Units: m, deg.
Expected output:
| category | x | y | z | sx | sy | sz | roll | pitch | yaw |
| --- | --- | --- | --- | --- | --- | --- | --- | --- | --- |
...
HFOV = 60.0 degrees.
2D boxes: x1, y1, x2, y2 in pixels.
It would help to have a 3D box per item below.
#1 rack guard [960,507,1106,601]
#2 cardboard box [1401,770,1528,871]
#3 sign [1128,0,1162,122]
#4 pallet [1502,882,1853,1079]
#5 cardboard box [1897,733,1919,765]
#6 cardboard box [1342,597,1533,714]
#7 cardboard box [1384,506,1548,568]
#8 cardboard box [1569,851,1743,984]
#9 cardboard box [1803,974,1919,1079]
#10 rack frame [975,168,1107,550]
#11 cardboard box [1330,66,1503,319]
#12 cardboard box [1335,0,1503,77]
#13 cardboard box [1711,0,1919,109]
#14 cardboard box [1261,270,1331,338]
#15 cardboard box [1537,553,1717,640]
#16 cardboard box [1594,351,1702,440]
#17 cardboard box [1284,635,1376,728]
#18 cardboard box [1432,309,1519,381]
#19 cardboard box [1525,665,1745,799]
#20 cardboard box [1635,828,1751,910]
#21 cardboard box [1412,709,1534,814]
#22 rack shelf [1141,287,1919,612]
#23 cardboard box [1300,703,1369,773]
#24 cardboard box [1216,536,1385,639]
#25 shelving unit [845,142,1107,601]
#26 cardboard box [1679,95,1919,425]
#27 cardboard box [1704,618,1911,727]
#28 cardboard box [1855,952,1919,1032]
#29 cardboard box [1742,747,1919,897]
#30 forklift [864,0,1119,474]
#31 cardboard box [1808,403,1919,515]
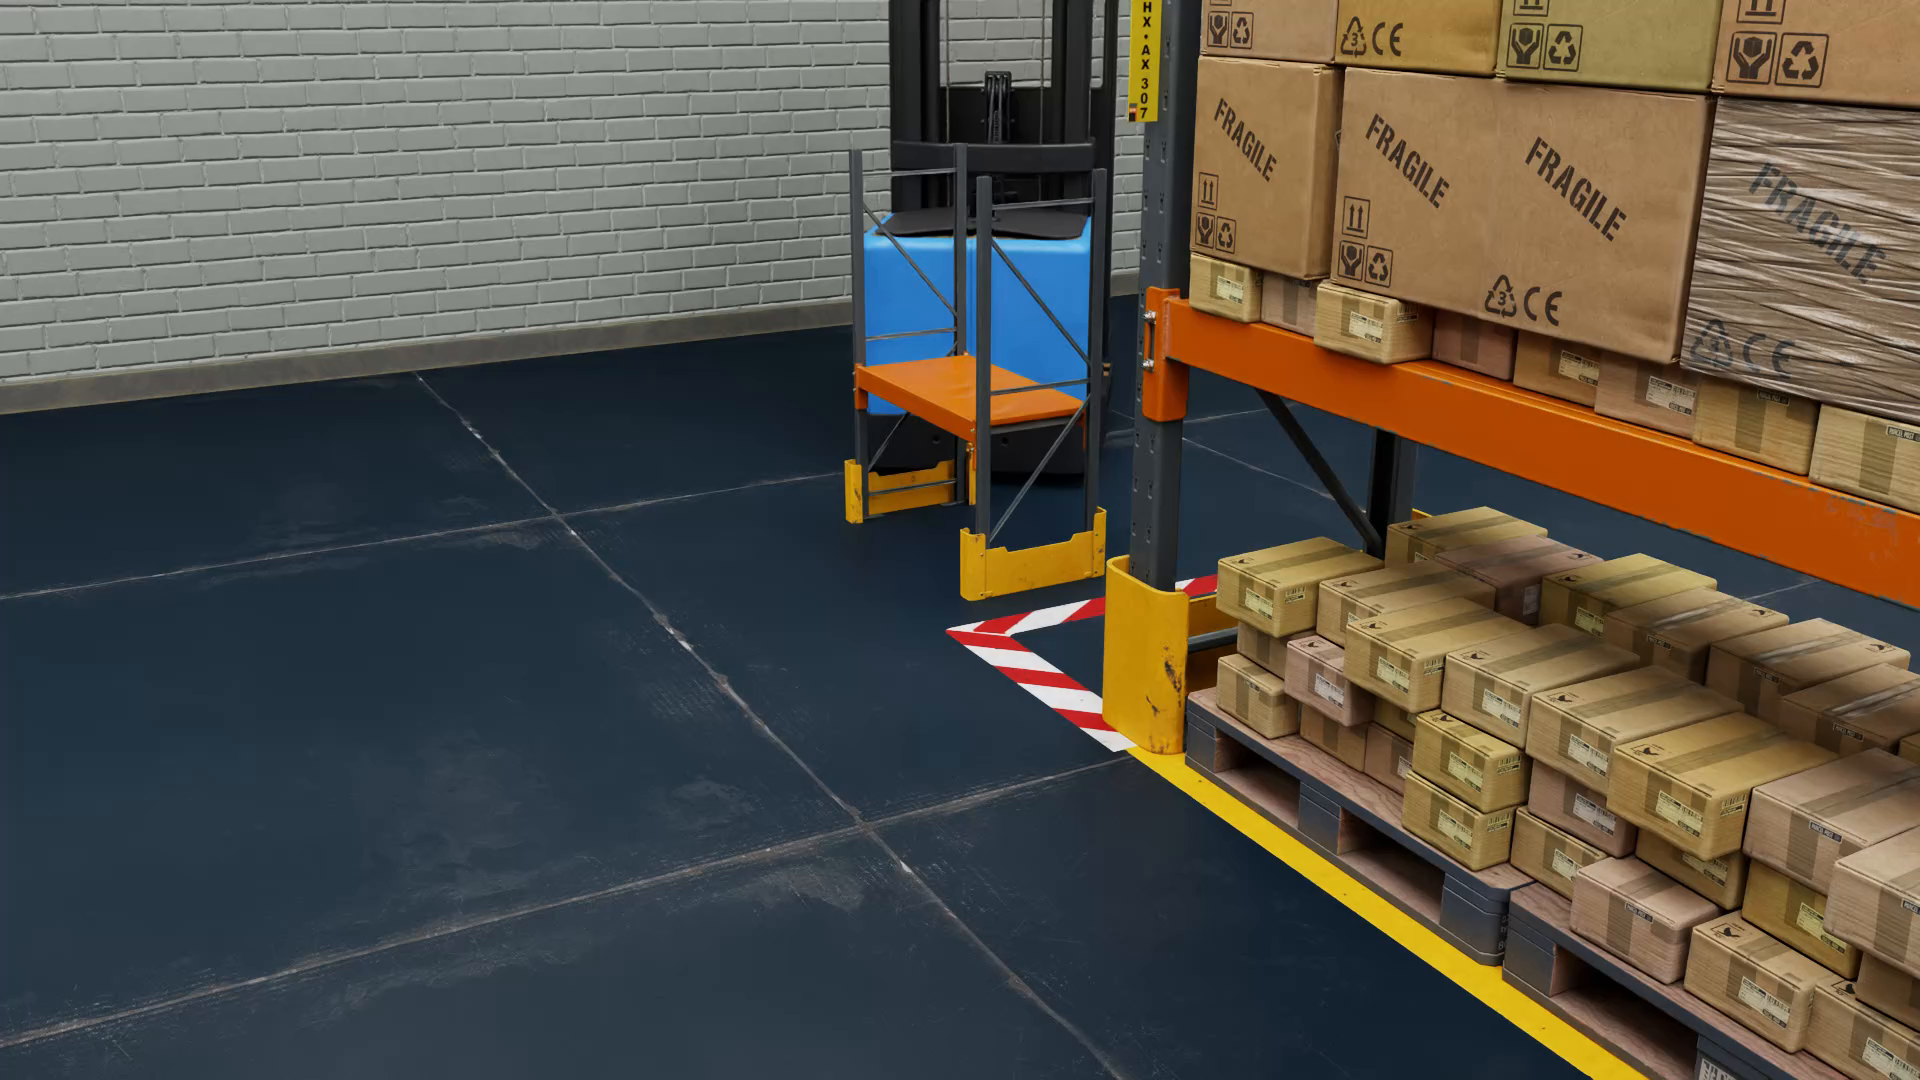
| category | x | y | z | sx | sy | sz | roll | pitch | yaw |
| --- | --- | --- | --- | --- | --- | --- | --- | --- | --- |
| rack guard | 0.273 | 0.047 | 6.113 | 0.587 | 0.250 | 0.087 | -10 | 21 | -27 |
| cardboard box | 1.281 | 0.625 | 3.950 | 0.380 | 0.149 | 0.250 | -10 | 21 | -26 |
| sign | 0.491 | -1.273 | 4.394 | 0.100 | 0.325 | 0.005 | -10 | 21 | -27 |
| pallet | 1.935 | 0.981 | 3.465 | 1.003 | 0.211 | 1.213 | -10 | 21 | -27 |
| cardboard box | 2.167 | 0.485 | 3.442 | 0.380 | 0.149 | 0.250 | -10 | 21 | -26 |
| cardboard box | 1.162 | 0.276 | 4.048 | 0.380 | 0.149 | 0.250 | -10 | 21 | -27 |
| cardboard box | 1.443 | 0.033 | 4.752 | 0.380 | 0.149 | 0.250 | -10 | 21 | -26 |
| cardboard box | 1.528 | 0.768 | 3.534 | 0.380 | 0.149 | 0.250 | -11 | 22 | -29 |
| cardboard box | 1.826 | 0.908 | 3.130 | 0.380 | 0.149 | 0.250 | -10 | 21 | -26 |
| rack frame | 0.282 | -0.539 | 5.893 | 0.500 | 1.500 | 0.032 | -10 | 21 | -27 |
| cardboard box | 1.215 | -0.814 | 3.783 | 0.500 | 0.500 | 0.500 | -10 | 21 | -27 |
| cardboard box | 1.193 | -1.294 | 3.642 | 0.500 | 0.500 | 0.500 | -9 | 21 | -25 |
| cardboard box | 1.666 | -0.996 | 2.777 | 0.500 | 0.500 | 0.500 | -11 | 22 | -28 |
| cardboard box | 0.991 | -0.618 | 4.210 | 0.380 | 0.149 | 0.250 | -9 | 21 | -25 |
| cardboard box | 1.746 | 0.169 | 4.359 | 0.380 | 0.149 | 0.250 | -11 | 22 | -28 |
| cardboard box | 1.515 | -0.323 | 3.354 | 0.380 | 0.149 | 0.250 | -10 | 22 | -28 |
| cardboard box | 1.072 | 0.338 | 4.323 | 0.380 | 0.149 | 0.250 | -10 | 21 | -27 |
| cardboard box | 1.315 | -0.480 | 3.808 | 0.380 | 0.149 | 0.250 | -9 | 21 | -24 |
| cardboard box | 1.476 | 0.415 | 3.644 | 0.380 | 0.149 | 0.250 | -9 | 21 | -25 |
| cardboard box | 1.667 | 0.618 | 3.512 | 0.380 | 0.149 | 0.250 | -9 | 21 | -24 |
| cardboard box | 1.292 | 0.485 | 3.897 | 0.380 | 0.149 | 0.250 | -9 | 21 | -25 |
| rack shelf | 1.918 | -0.033 | 3.233 | 1.077 | 0.370 | 4.000 | -10 | 21 | -27 |
| cardboard box | 1.132 | 0.464 | 4.415 | 0.380 | 0.149 | 0.250 | -10 | 21 | -27 |
| cardboard box | 0.918 | 0.123 | 4.490 | 0.380 | 0.149 | 0.250 | -11 | 22 | -29 |
| shelving unit | 0.036 | -0.687 | 6.323 | 0.587 | 1.500 | 1.083 | -10 | 21 | -27 |
| cardboard box | 1.684 | -0.526 | 2.949 | 0.500 | 0.500 | 0.500 | -11 | 22 | -28 |
| cardboard box | 1.990 | 0.321 | 3.916 | 0.380 | 0.149 | 0.250 | -9 | 21 | -25 |
| cardboard box | 1.876 | 0.781 | 3.041 | 0.380 | 0.149 | 0.250 | -11 | 22 | -29 |
| cardboard box | 1.764 | 0.555 | 3.238 | 0.380 | 0.149 | 0.250 | -10 | 21 | -27 |
| forklift | 0.237 | -2.111 | 8.255 | 1.130 | 2.935 | 3.031 | 2 | 19 | 7 |
| cardboard box | 1.721 | -0.164 | 2.893 | 0.380 | 0.149 | 0.250 | -10 | 21 | -26 |
